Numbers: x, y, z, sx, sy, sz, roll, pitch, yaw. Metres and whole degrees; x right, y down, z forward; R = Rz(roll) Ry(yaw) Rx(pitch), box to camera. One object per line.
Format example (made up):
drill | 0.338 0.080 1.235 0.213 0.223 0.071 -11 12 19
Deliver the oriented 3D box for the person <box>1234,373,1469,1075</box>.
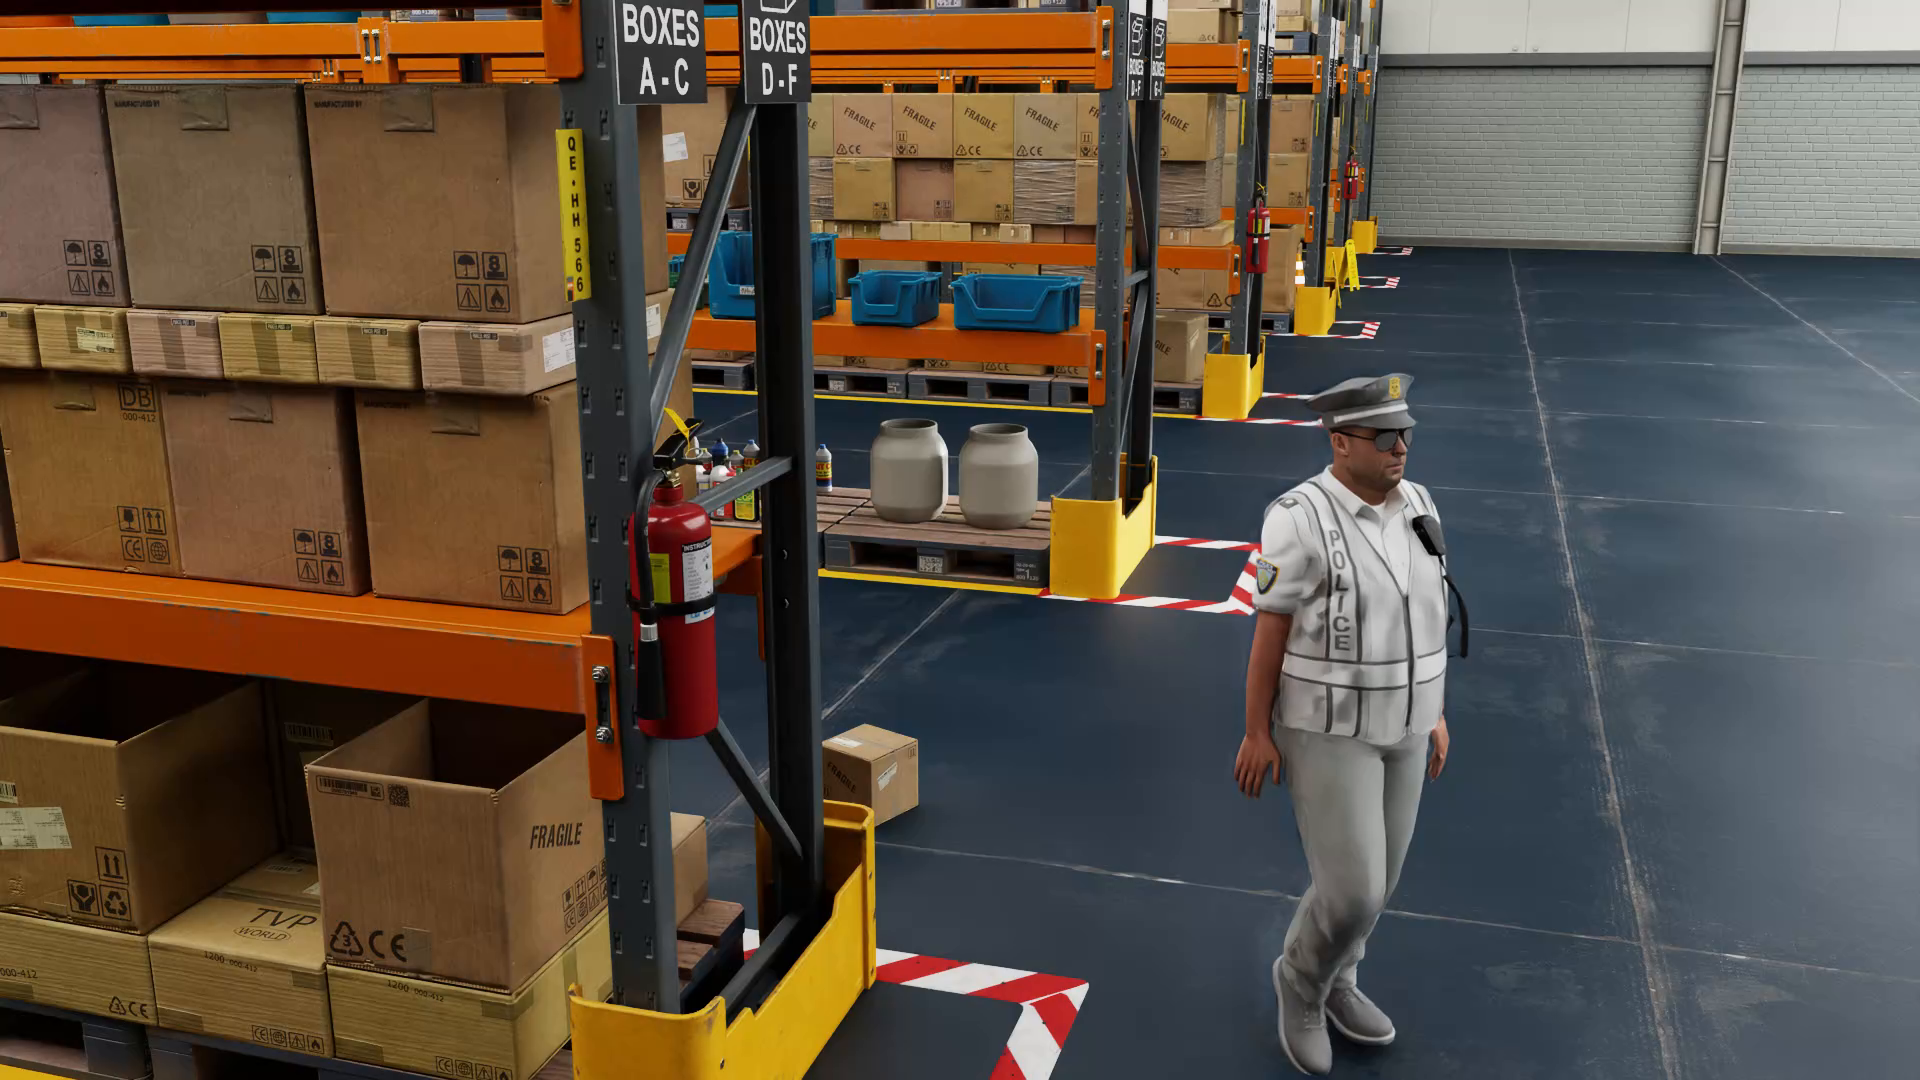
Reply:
person | 1.009 0.484 4.149 0.577 1.819 0.464 -8 17 -28
